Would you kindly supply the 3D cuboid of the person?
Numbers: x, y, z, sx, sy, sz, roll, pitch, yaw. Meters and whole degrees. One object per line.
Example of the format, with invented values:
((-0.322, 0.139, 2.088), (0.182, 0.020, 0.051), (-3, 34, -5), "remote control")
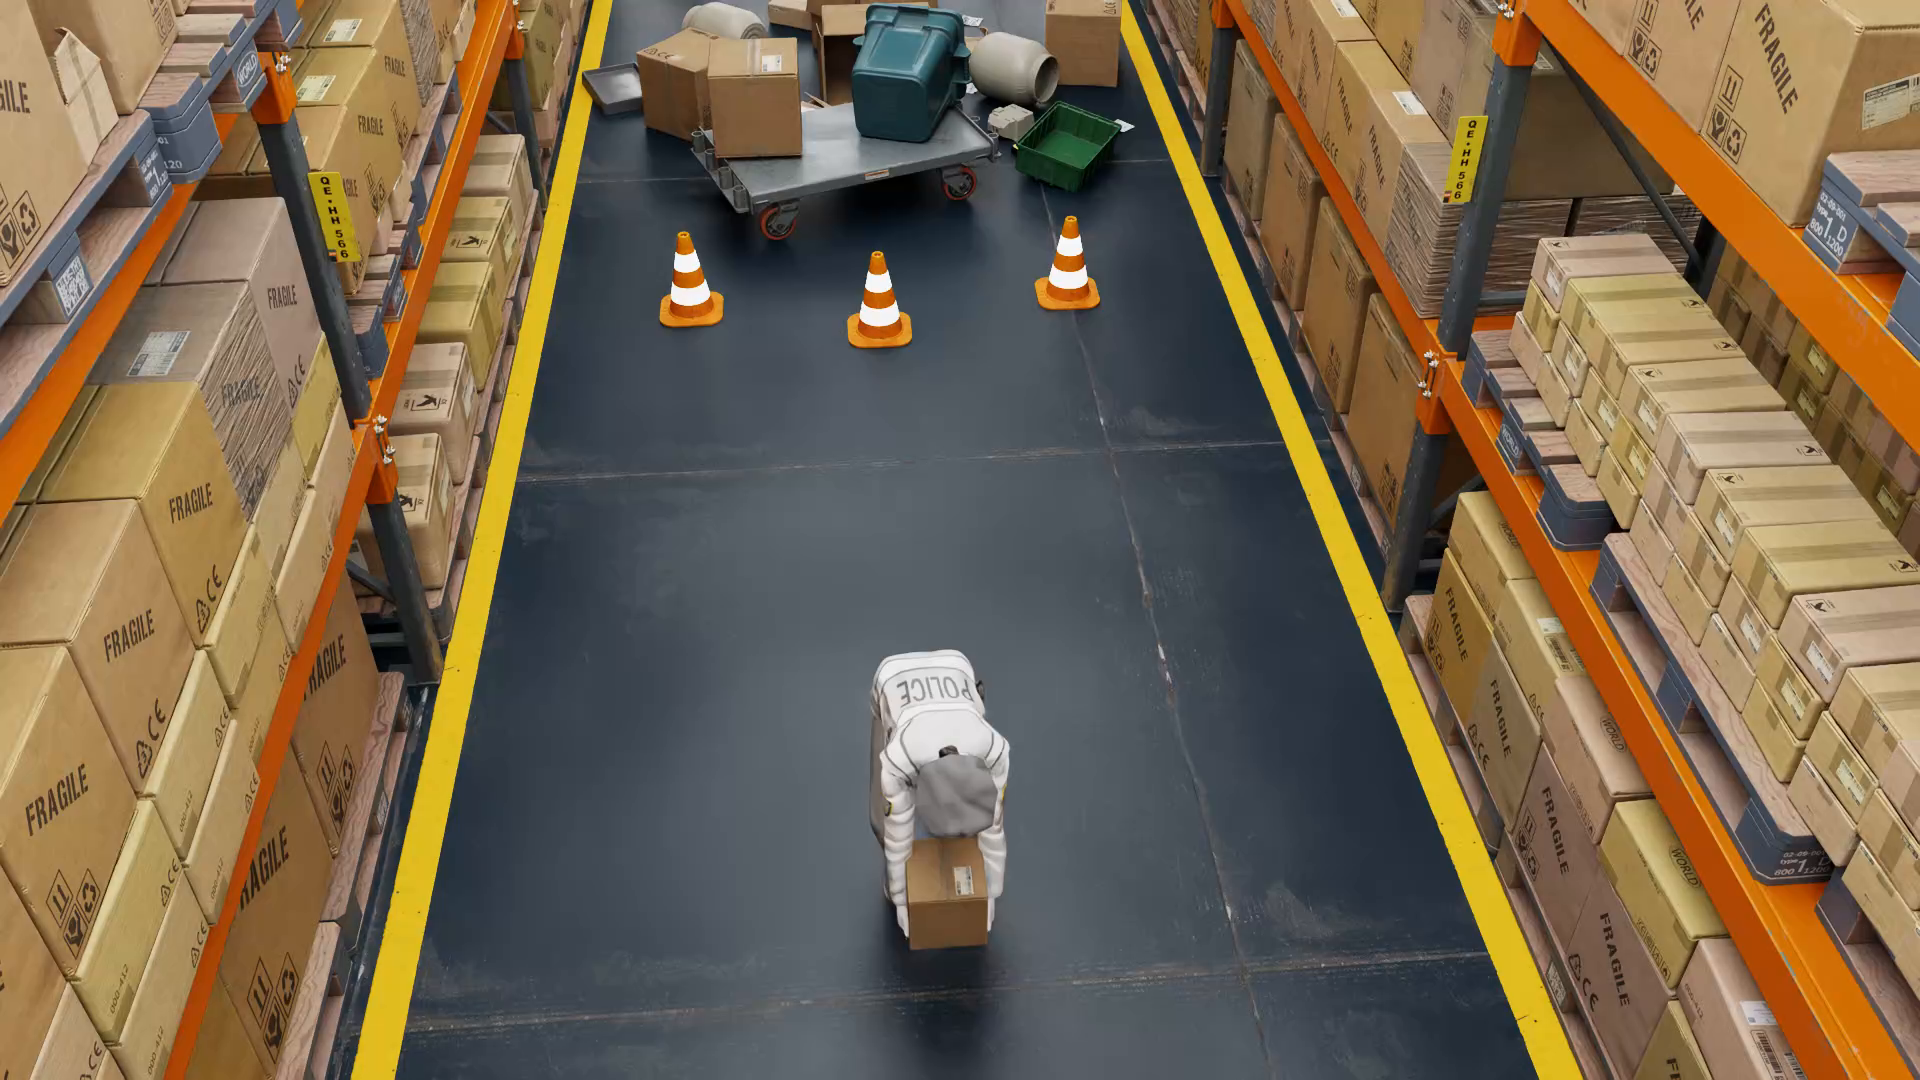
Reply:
((-0.073, 0.896, 5.488), (0.439, 1.128, 0.916), (-5, 40, -6), "person")
